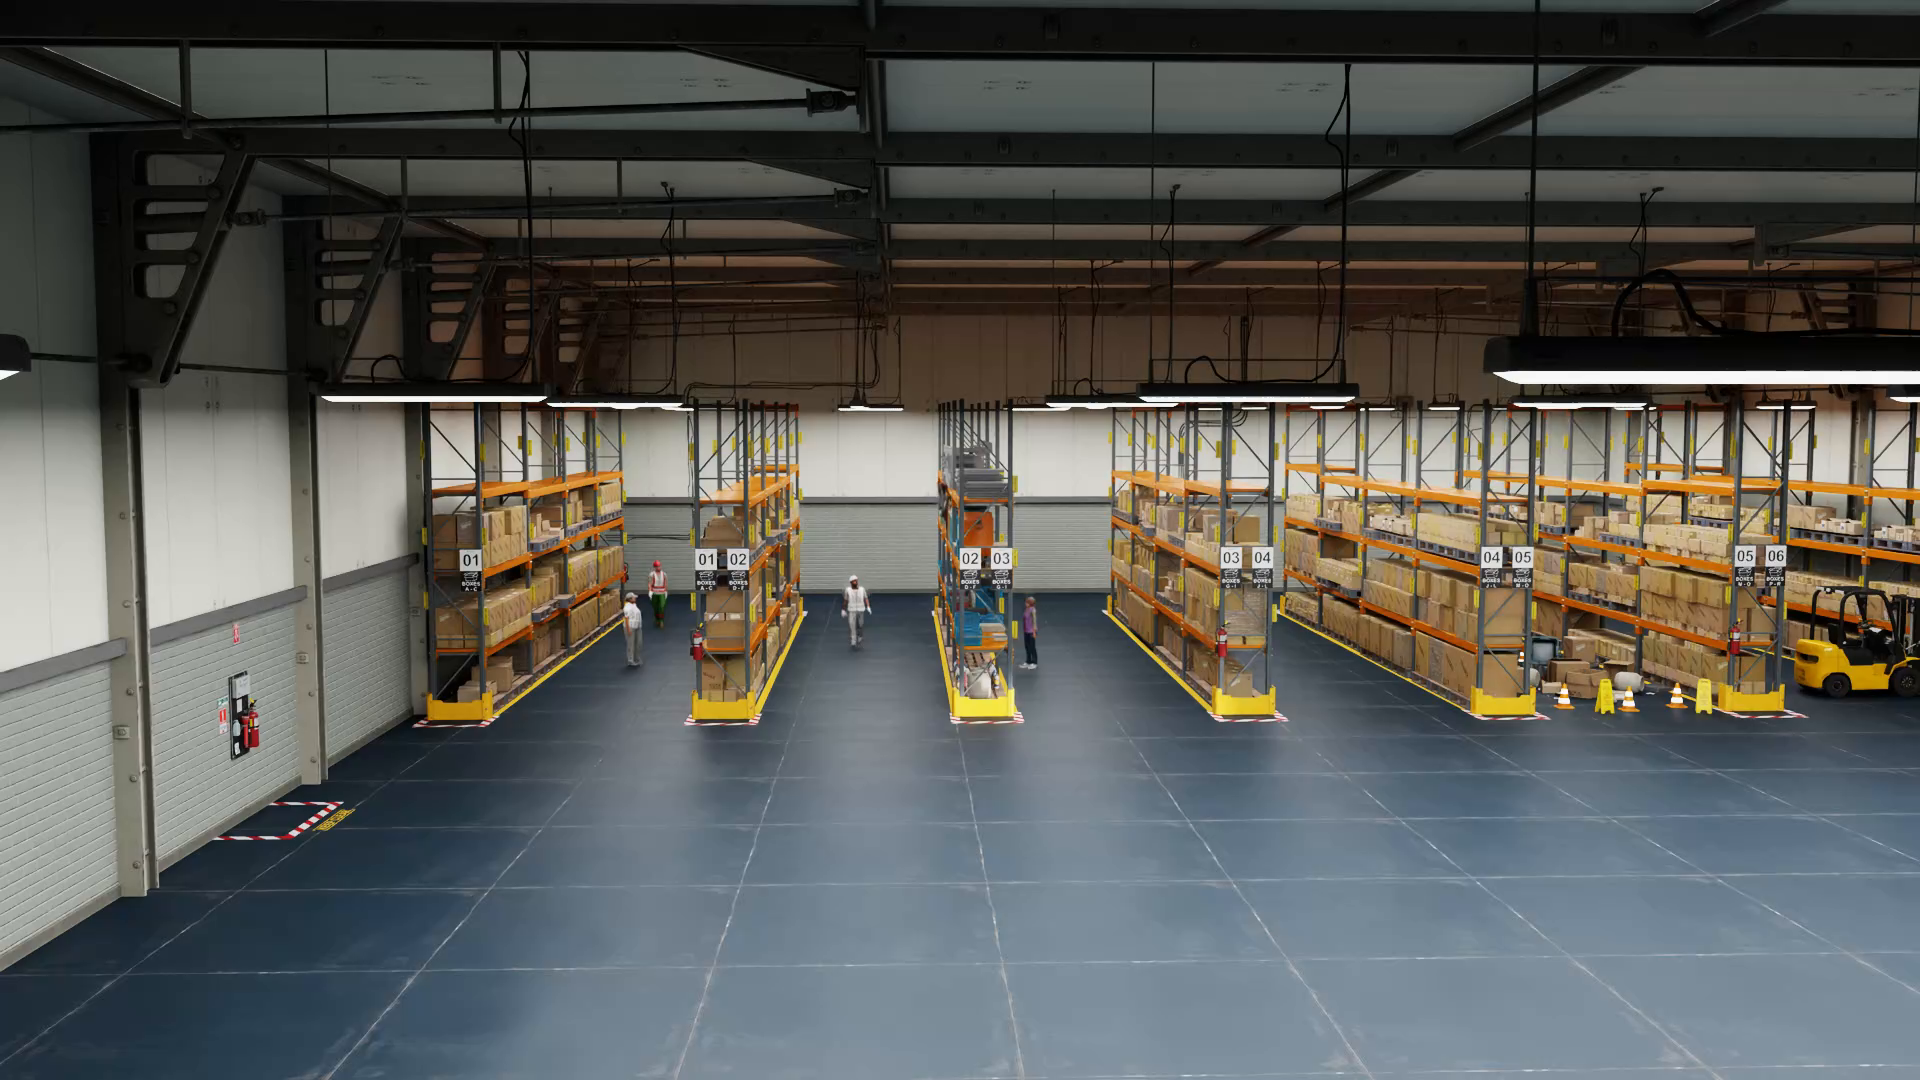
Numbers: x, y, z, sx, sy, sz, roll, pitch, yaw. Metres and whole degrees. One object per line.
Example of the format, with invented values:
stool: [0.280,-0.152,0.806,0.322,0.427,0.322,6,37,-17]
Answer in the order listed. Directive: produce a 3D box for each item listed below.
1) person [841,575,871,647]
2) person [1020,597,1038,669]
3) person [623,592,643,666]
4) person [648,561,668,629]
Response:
person: [-2.548,1.737,40.768,0.718,1.731,1.091,0,4,-6]
person: [1.565,2.067,37.140,0.343,1.605,0.472,-2,5,-23]
person: [-7.450,2.039,37.956,0.395,1.701,0.574,3,5,31]
person: [-8.108,1.453,44.581,0.515,1.771,0.885,0,4,-5]
